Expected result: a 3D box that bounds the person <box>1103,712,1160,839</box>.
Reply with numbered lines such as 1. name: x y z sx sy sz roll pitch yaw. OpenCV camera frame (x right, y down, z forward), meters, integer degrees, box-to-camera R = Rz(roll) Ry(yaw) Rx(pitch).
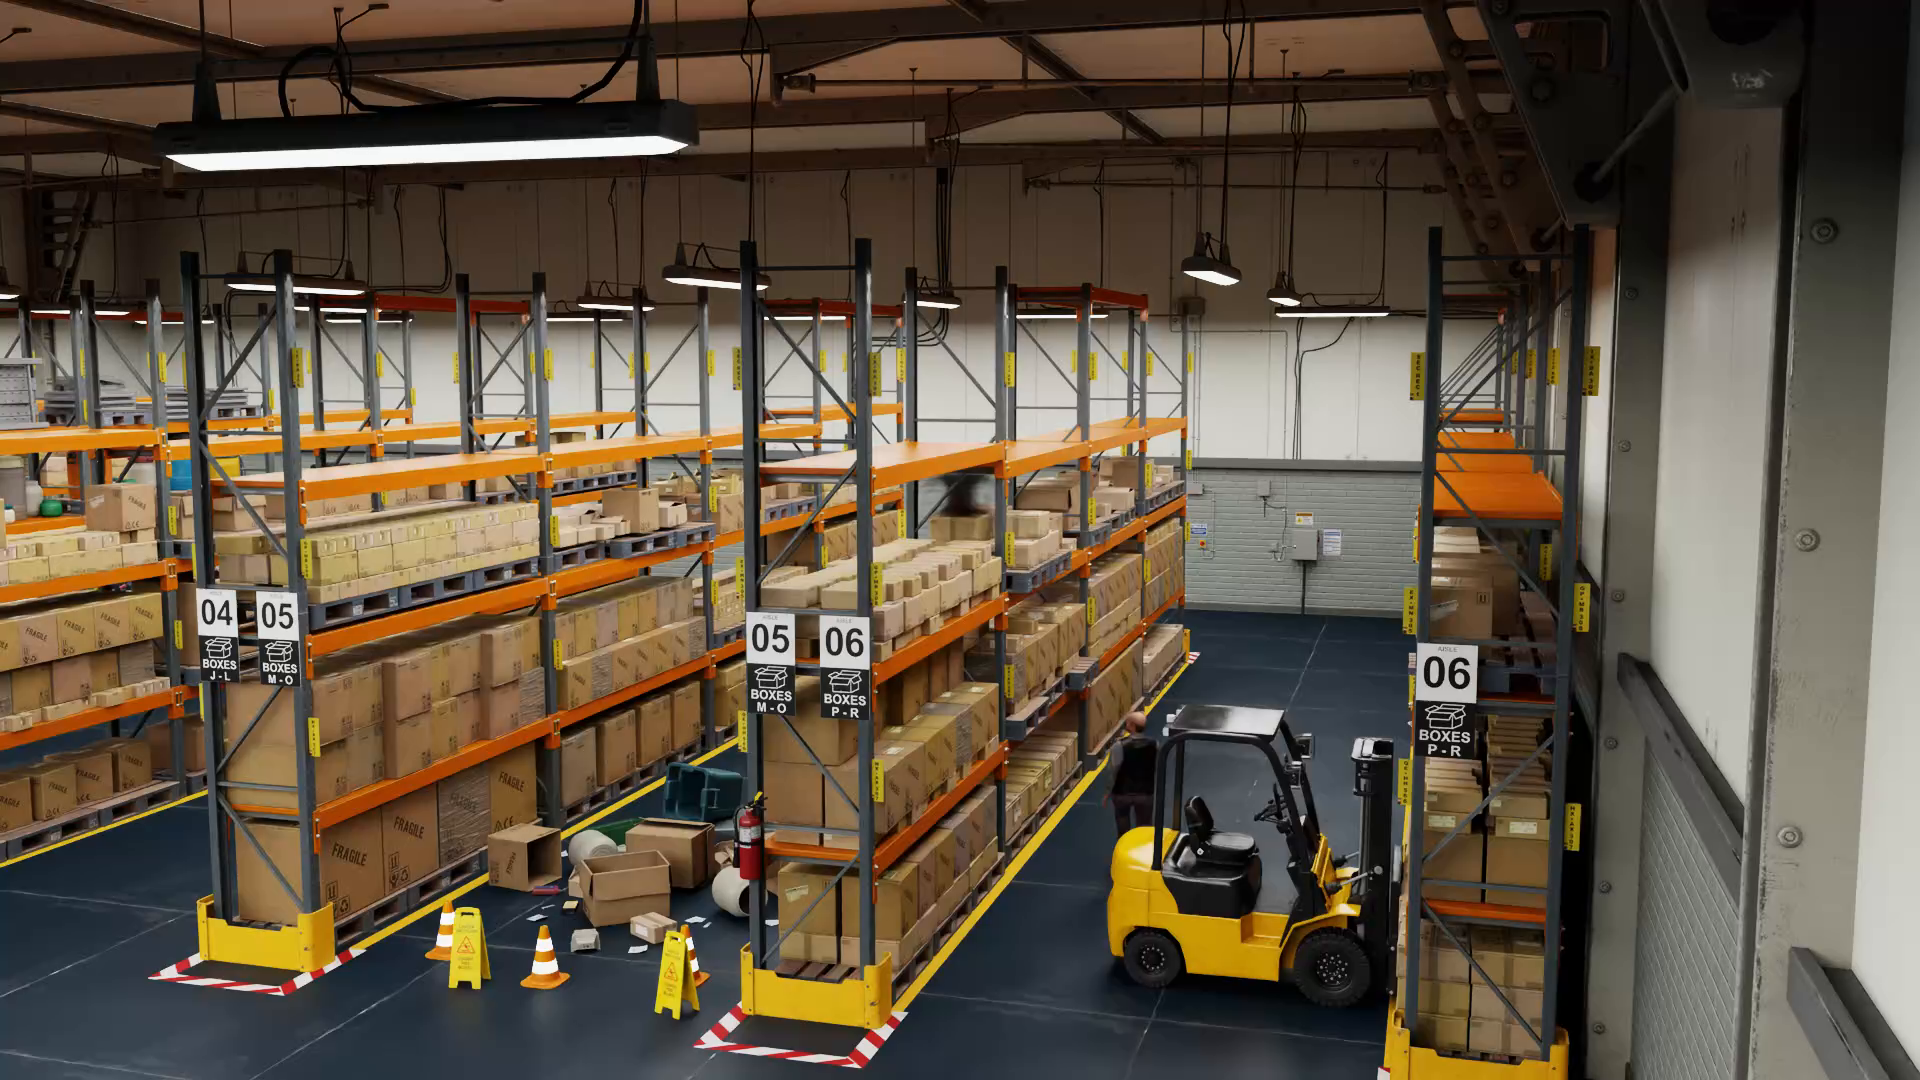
1. person: 1.711 2.504 16.774 0.578 1.602 0.782 0 6 -2
